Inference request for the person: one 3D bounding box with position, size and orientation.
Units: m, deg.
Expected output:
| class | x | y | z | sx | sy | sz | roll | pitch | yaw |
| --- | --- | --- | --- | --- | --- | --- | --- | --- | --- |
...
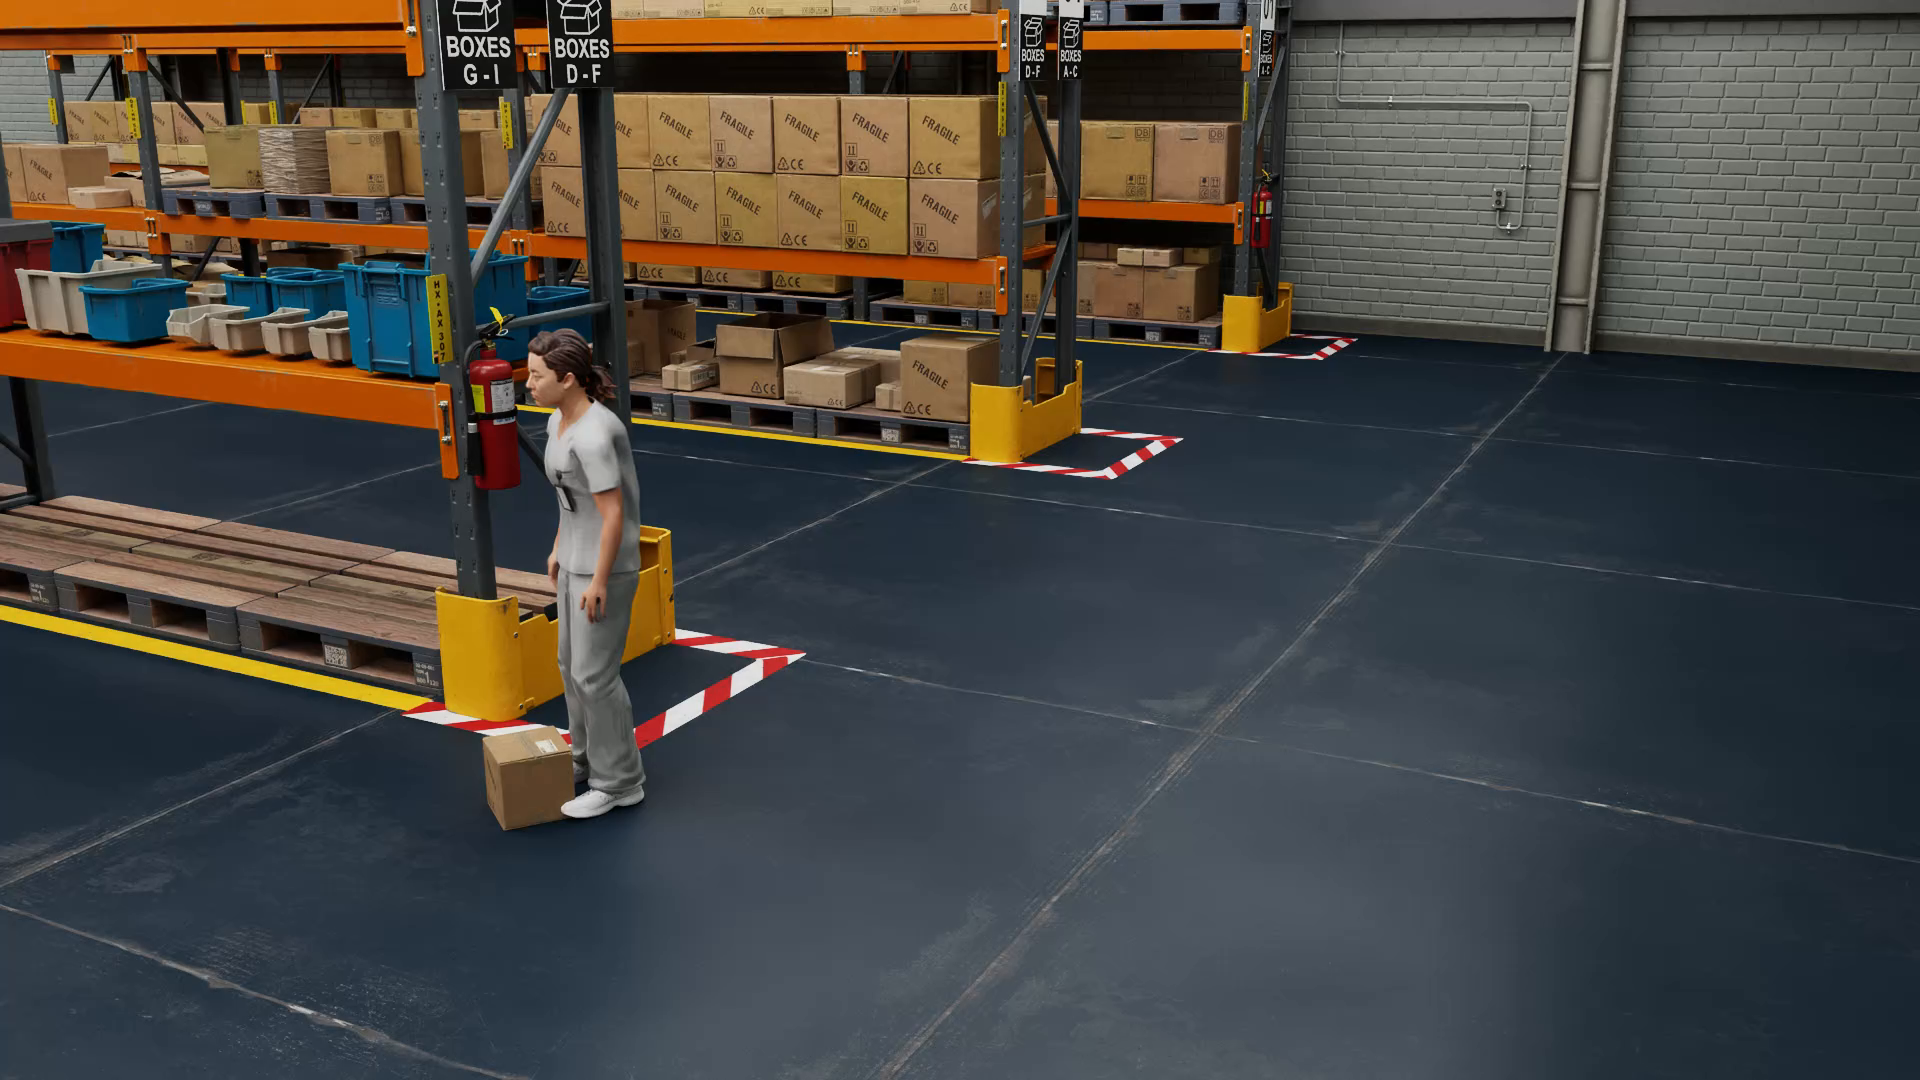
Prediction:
| class | x | y | z | sx | sy | sz | roll | pitch | yaw |
| --- | --- | --- | --- | --- | --- | --- | --- | --- | --- |
| person | -1.270 | 0.105 | 5.662 | 0.355 | 1.673 | 0.508 | -8 | 18 | -27 |
